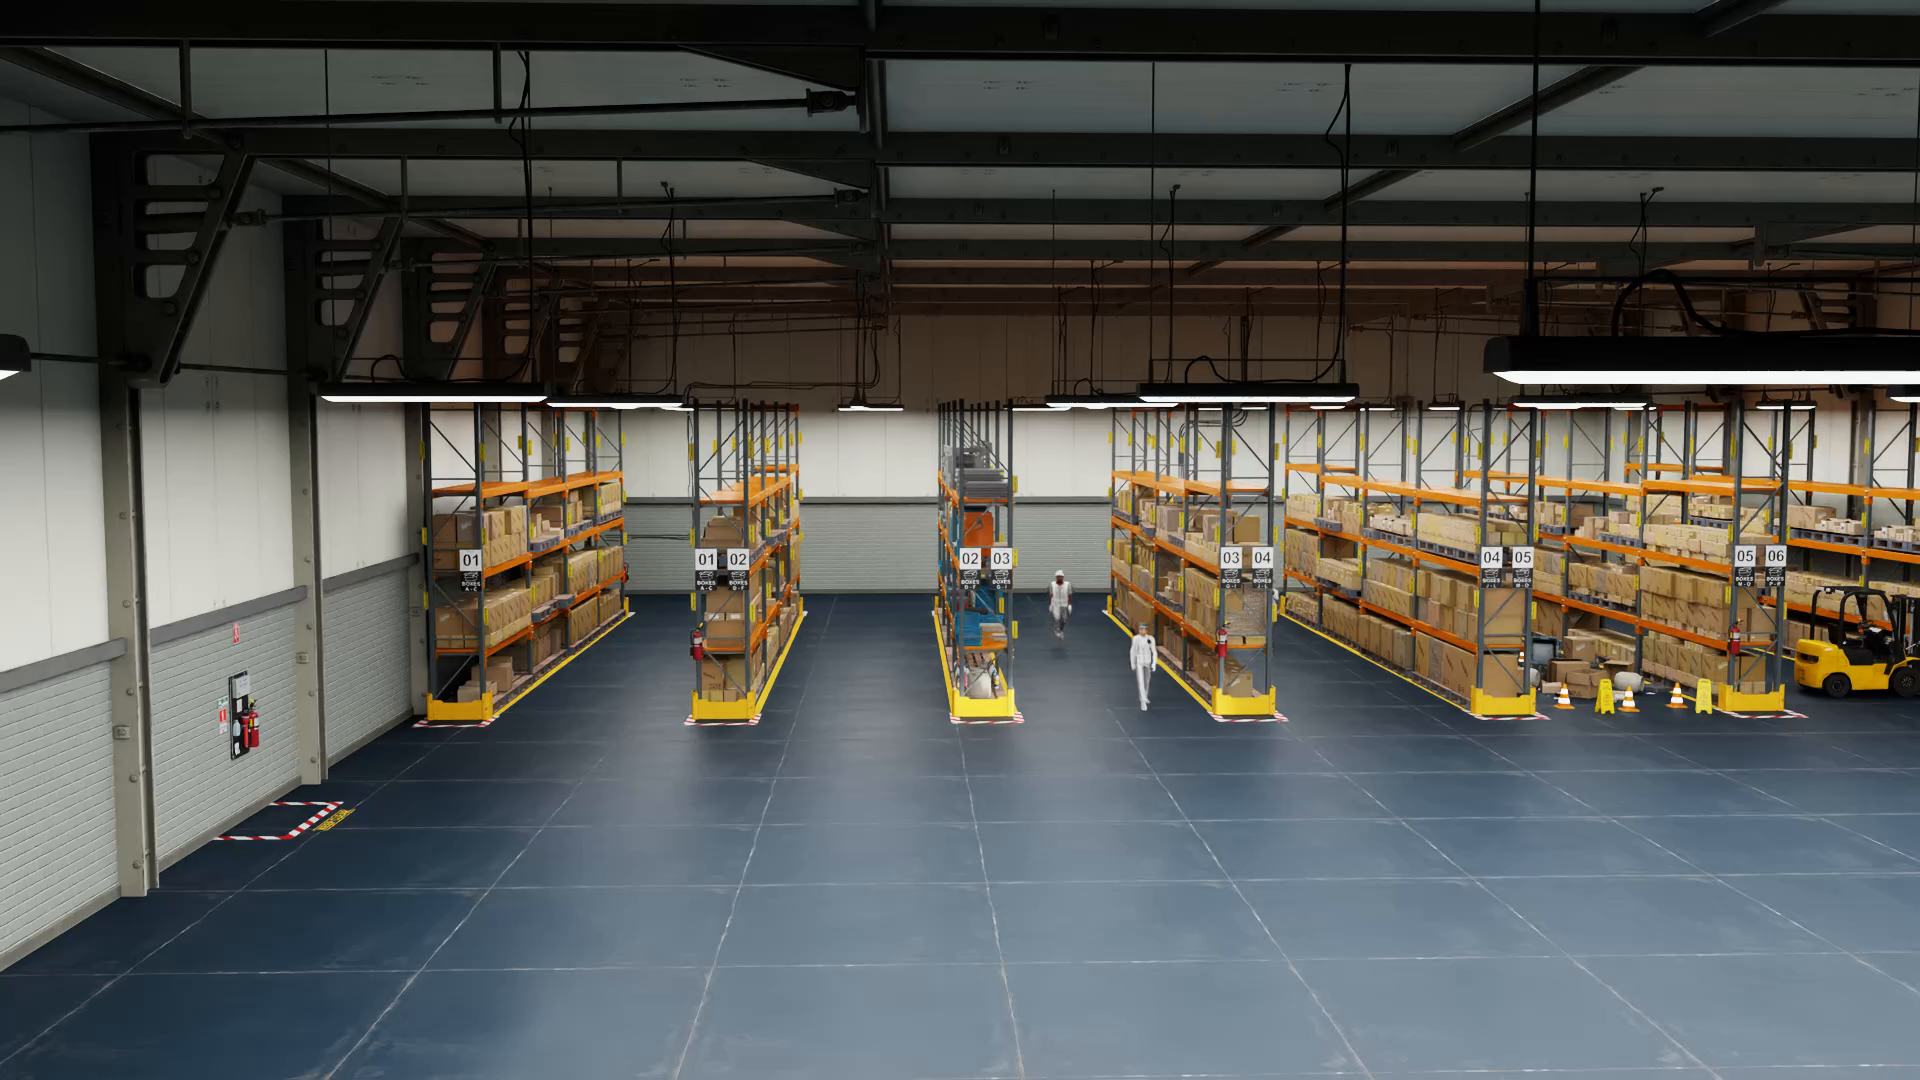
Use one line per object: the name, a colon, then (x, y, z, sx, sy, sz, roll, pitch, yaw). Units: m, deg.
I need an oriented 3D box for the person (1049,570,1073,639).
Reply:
person: (2.459, 1.595, 40.604, 0.544, 1.742, 1.001, 0, 4, -5)

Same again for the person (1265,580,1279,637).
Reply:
person: (7.699, 1.748, 41.248, 0.419, 1.627, 1.028, 0, 4, -1)

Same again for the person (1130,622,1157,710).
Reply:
person: (3.596, 2.426, 32.462, 0.512, 1.654, 0.836, 0, 4, 1)

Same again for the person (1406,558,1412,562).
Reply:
person: (12.803, 1.302, 47.393, 0.915, 1.602, 0.427, 2, 5, 30)
